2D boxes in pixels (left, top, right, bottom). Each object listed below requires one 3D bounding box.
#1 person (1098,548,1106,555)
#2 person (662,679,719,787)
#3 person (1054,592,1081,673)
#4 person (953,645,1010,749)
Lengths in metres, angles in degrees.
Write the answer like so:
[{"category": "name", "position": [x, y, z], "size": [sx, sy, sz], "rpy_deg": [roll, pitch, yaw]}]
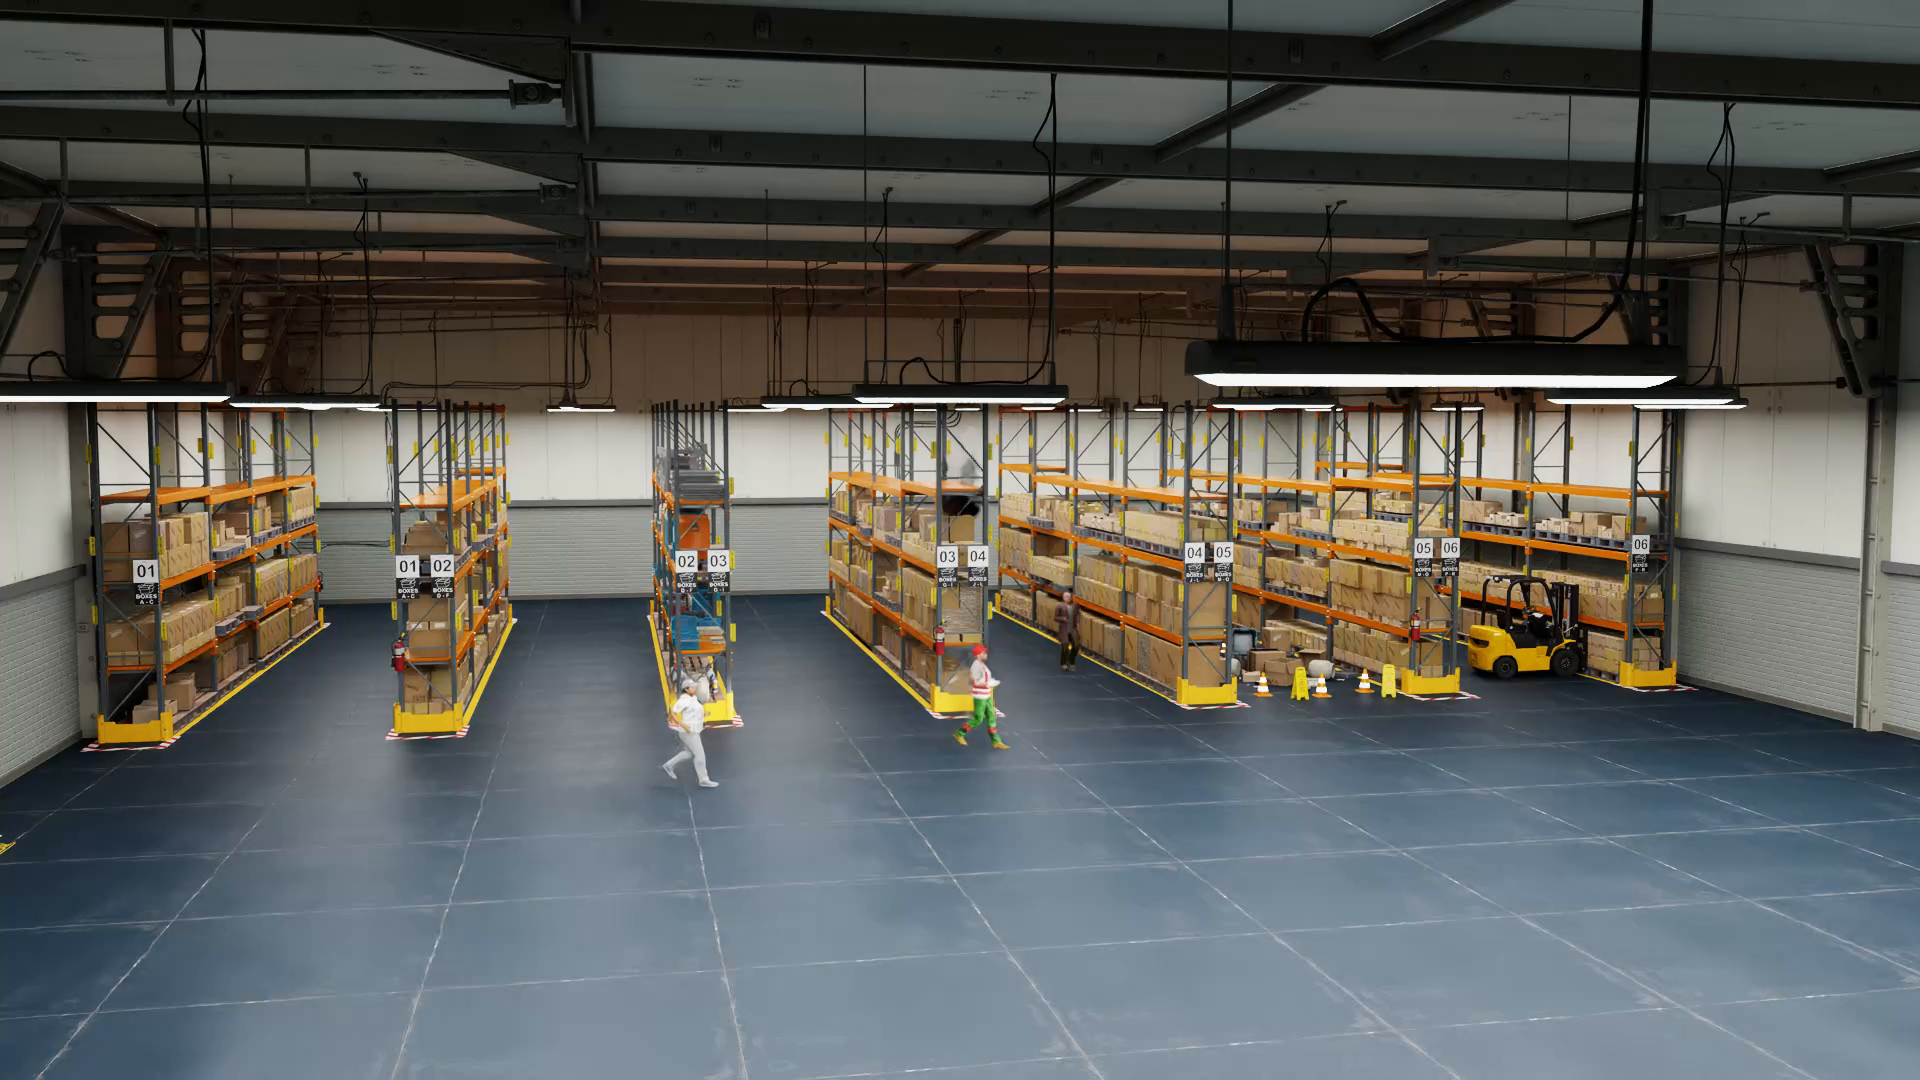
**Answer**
[{"category": "person", "position": [4.356, 1.072, 50.718], "size": [0.682, 1.681, 0.559], "rpy_deg": [-1, 4, -8]}, {"category": "person", "position": [-4.154, 2.956, 25.572], "size": [0.910, 1.644, 0.613], "rpy_deg": [0, 4, 7]}, {"category": "person", "position": [2.422, 2.064, 36.964], "size": [0.687, 1.805, 0.733], "rpy_deg": [-1, 4, -14]}, {"category": "person", "position": [0.364, 2.670, 28.238], "size": [0.985, 1.776, 0.654], "rpy_deg": [1, 4, 14]}]
